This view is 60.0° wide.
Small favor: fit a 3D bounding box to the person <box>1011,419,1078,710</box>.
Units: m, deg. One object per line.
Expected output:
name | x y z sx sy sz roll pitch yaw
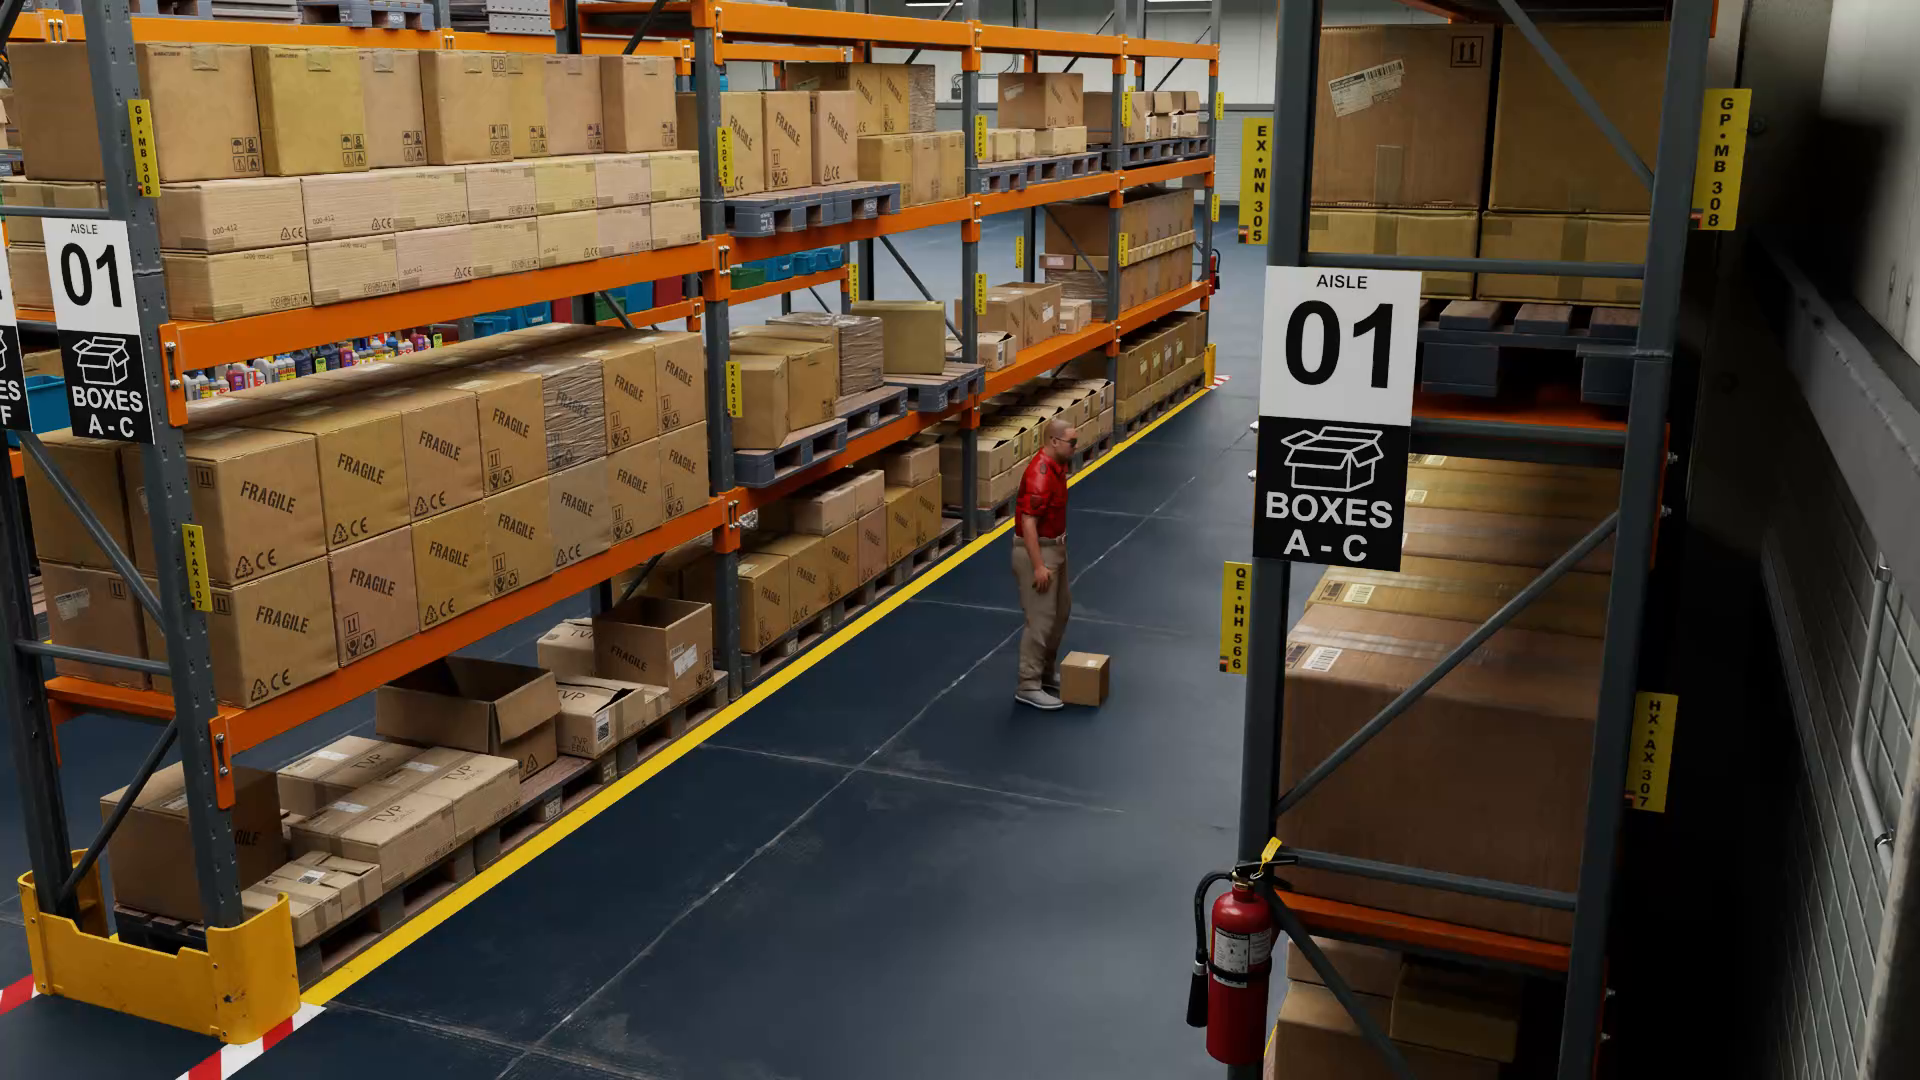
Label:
person | 0.526 0.117 10.119 0.392 1.726 0.605 5 16 17
